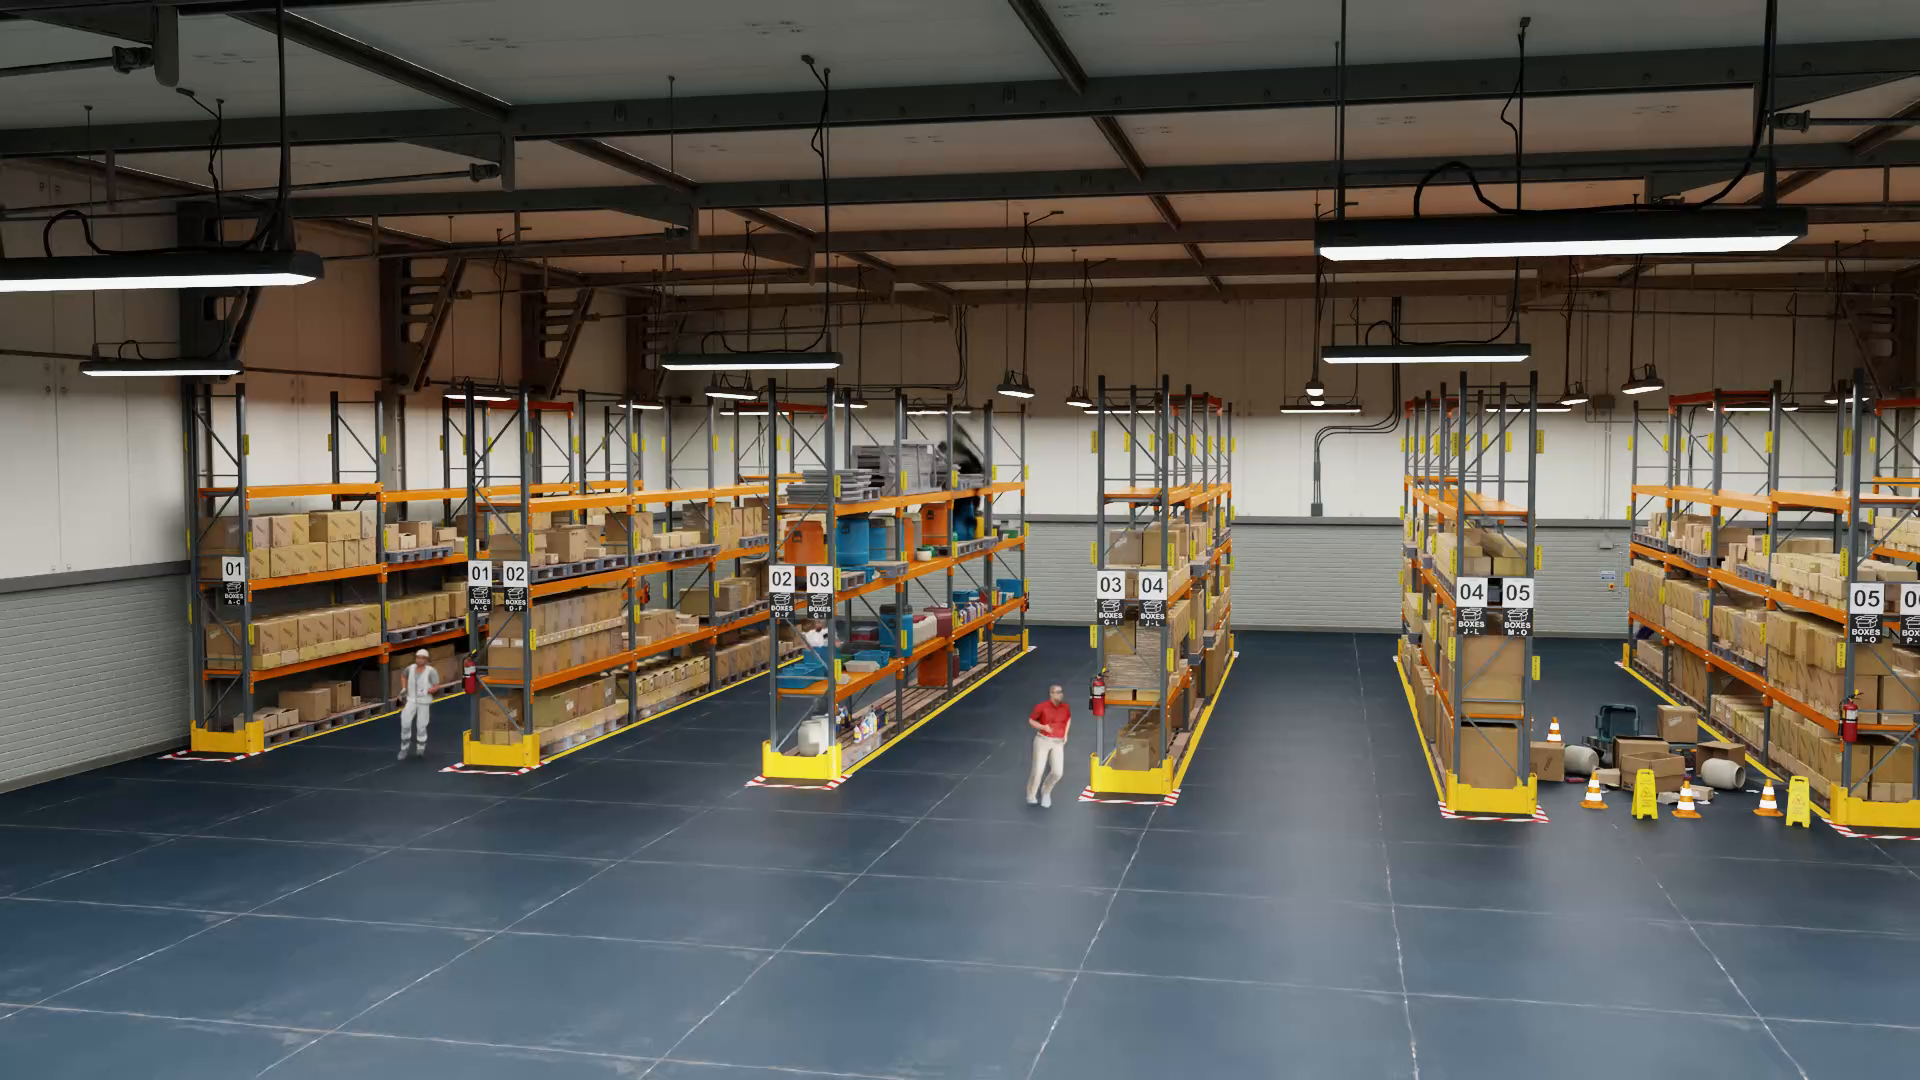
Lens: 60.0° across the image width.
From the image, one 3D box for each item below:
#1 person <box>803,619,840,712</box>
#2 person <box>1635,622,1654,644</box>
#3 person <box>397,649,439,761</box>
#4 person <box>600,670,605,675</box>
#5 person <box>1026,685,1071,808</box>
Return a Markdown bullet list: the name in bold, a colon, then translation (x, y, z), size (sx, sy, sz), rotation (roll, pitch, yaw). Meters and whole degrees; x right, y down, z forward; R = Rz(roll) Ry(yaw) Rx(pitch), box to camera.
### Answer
- **person**: translation (-2.671, 2.304, 31.581), size (0.675, 1.768, 1.032), rotation (1, 3, 15)
- **person**: translation (15.894, 2.019, 38.625), size (0.543, 1.566, 0.616), rotation (2, 4, 26)
- **person**: translation (-8.618, 2.609, 26.478), size (0.659, 1.770, 0.756), rotation (0, 3, -4)
- **person**: translation (-7.358, 2.179, 33.952), size (0.681, 1.753, 0.955), rotation (0, 3, 6)
- **person**: translation (1.285, 2.861, 23.004), size (0.666, 1.712, 0.657), rotation (-1, 3, -13)
